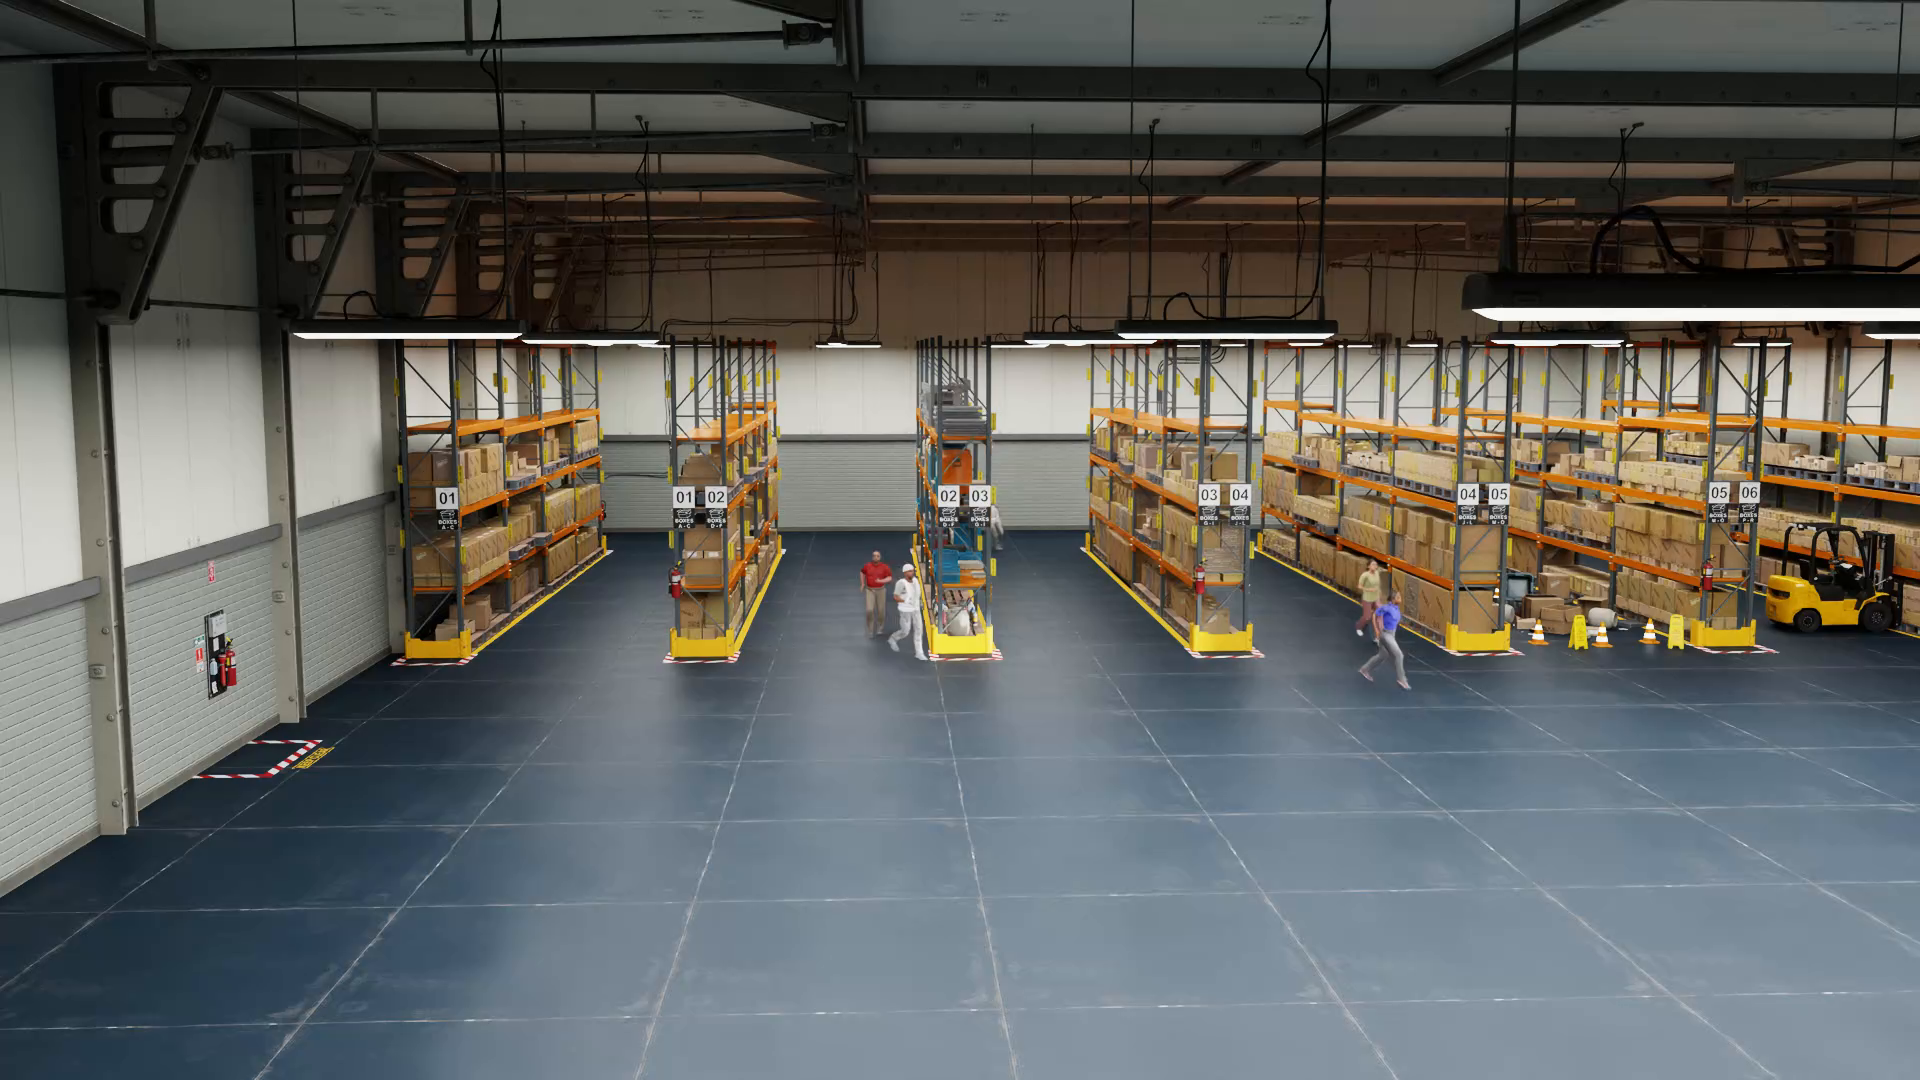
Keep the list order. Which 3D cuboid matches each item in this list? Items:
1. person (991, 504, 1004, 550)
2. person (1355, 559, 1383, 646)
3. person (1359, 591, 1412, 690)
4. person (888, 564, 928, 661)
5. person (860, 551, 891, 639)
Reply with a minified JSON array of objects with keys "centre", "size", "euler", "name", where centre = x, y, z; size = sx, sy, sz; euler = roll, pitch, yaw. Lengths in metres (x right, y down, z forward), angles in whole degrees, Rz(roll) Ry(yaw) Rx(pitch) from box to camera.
[{"centre":[0.978,-0.498,47.614],"size":[0.635,1.610,0.529],"euler":[-4,8,-31],"name":"person"},{"centre":[8.033,1.198,32.592],"size":[0.606,1.690,0.974],"euler":[-2,7,-21],"name":"person"},{"centre":[7.271,1.695,28.380],"size":[0.931,1.691,0.600],"euler":[4,8,33],"name":"person"},{"centre":[-0.962,1.327,30.948],"size":[0.683,1.788,0.968],"euler":[-6,9,-45],"name":"person"},{"centre":[-1.685,1.099,33.300],"size":[0.633,1.777,0.760],"euler":[0,6,-1],"name":"person"}]
